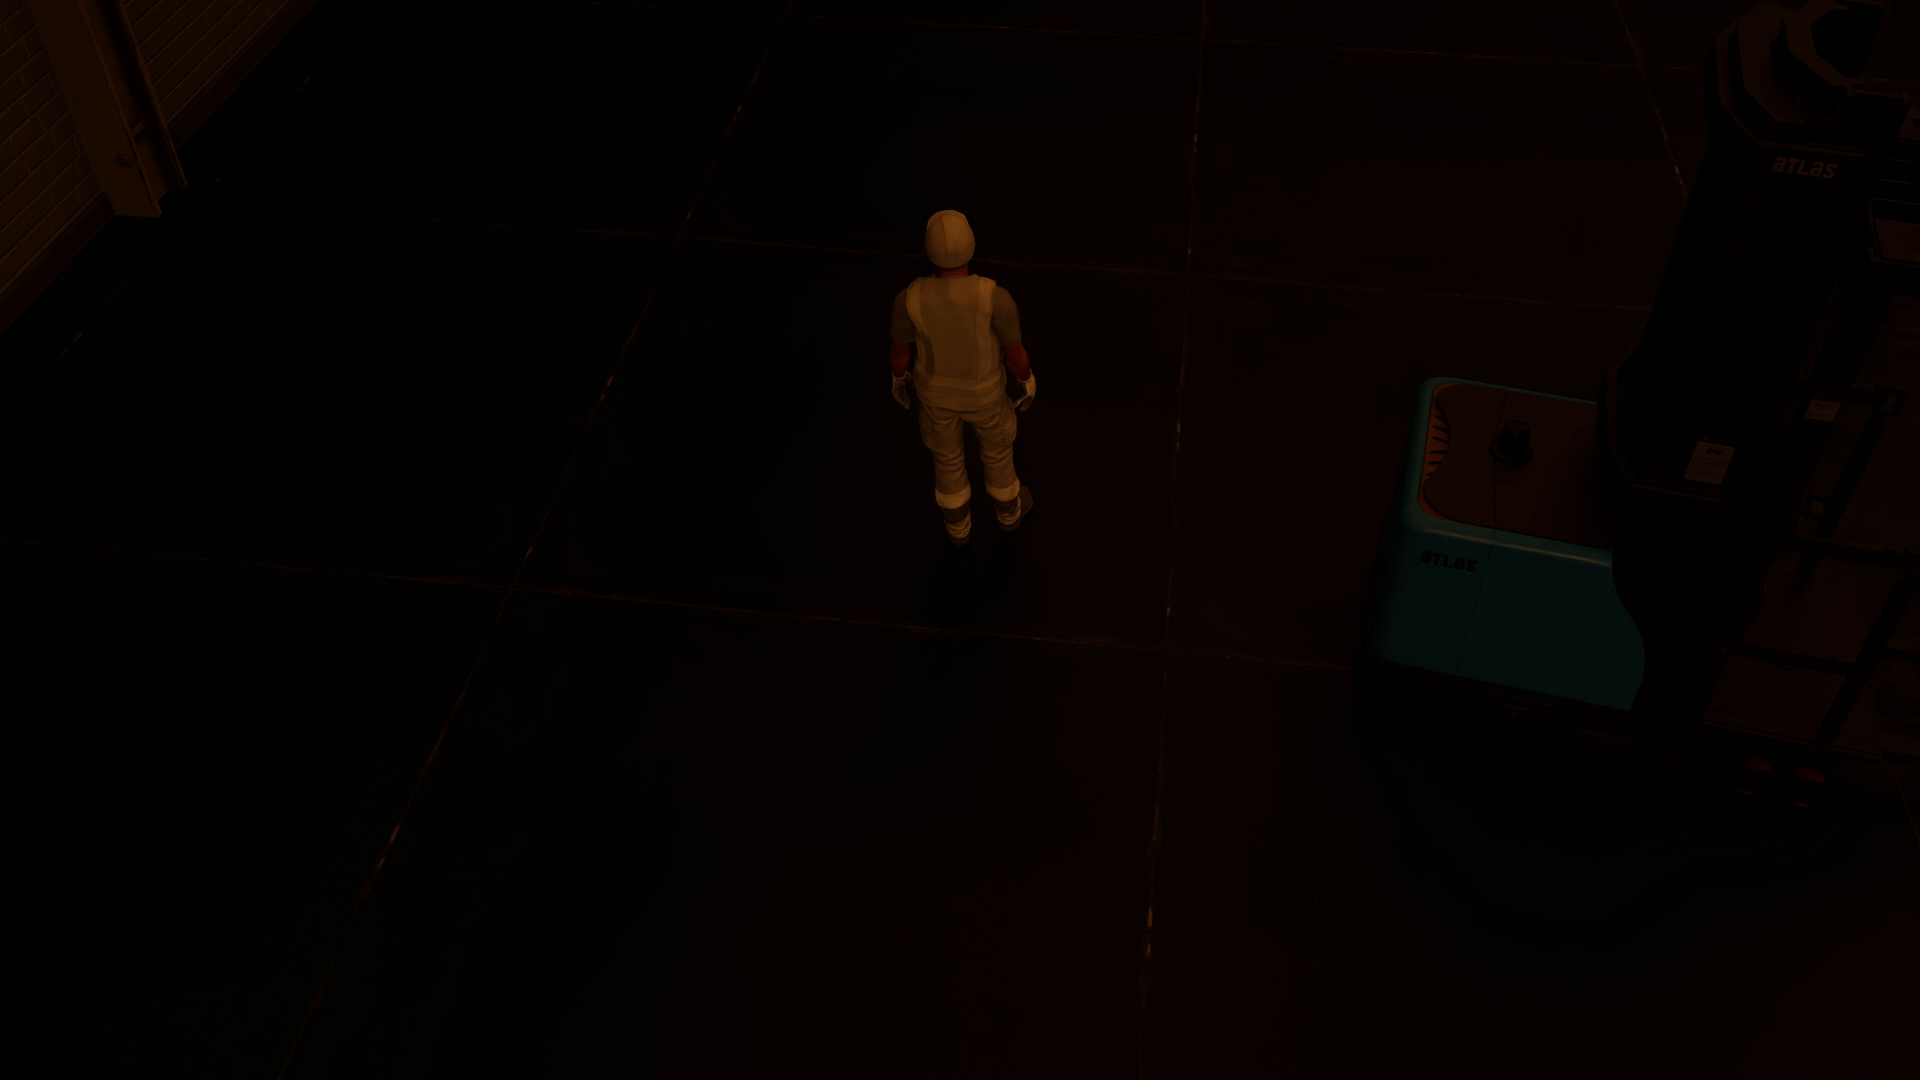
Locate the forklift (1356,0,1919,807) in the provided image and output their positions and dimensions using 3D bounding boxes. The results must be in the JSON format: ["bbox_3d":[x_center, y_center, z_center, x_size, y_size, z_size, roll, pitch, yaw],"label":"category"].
[{"bbox_3d":[3.270,-0.406,6.167,3.031,2.935,1.130,11,44,12],"label":"forklift"}]

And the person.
[{"bbox_3d":[0.023,-0.717,7.339,0.637,1.790,0.562,5,43,6],"label":"person"}]
